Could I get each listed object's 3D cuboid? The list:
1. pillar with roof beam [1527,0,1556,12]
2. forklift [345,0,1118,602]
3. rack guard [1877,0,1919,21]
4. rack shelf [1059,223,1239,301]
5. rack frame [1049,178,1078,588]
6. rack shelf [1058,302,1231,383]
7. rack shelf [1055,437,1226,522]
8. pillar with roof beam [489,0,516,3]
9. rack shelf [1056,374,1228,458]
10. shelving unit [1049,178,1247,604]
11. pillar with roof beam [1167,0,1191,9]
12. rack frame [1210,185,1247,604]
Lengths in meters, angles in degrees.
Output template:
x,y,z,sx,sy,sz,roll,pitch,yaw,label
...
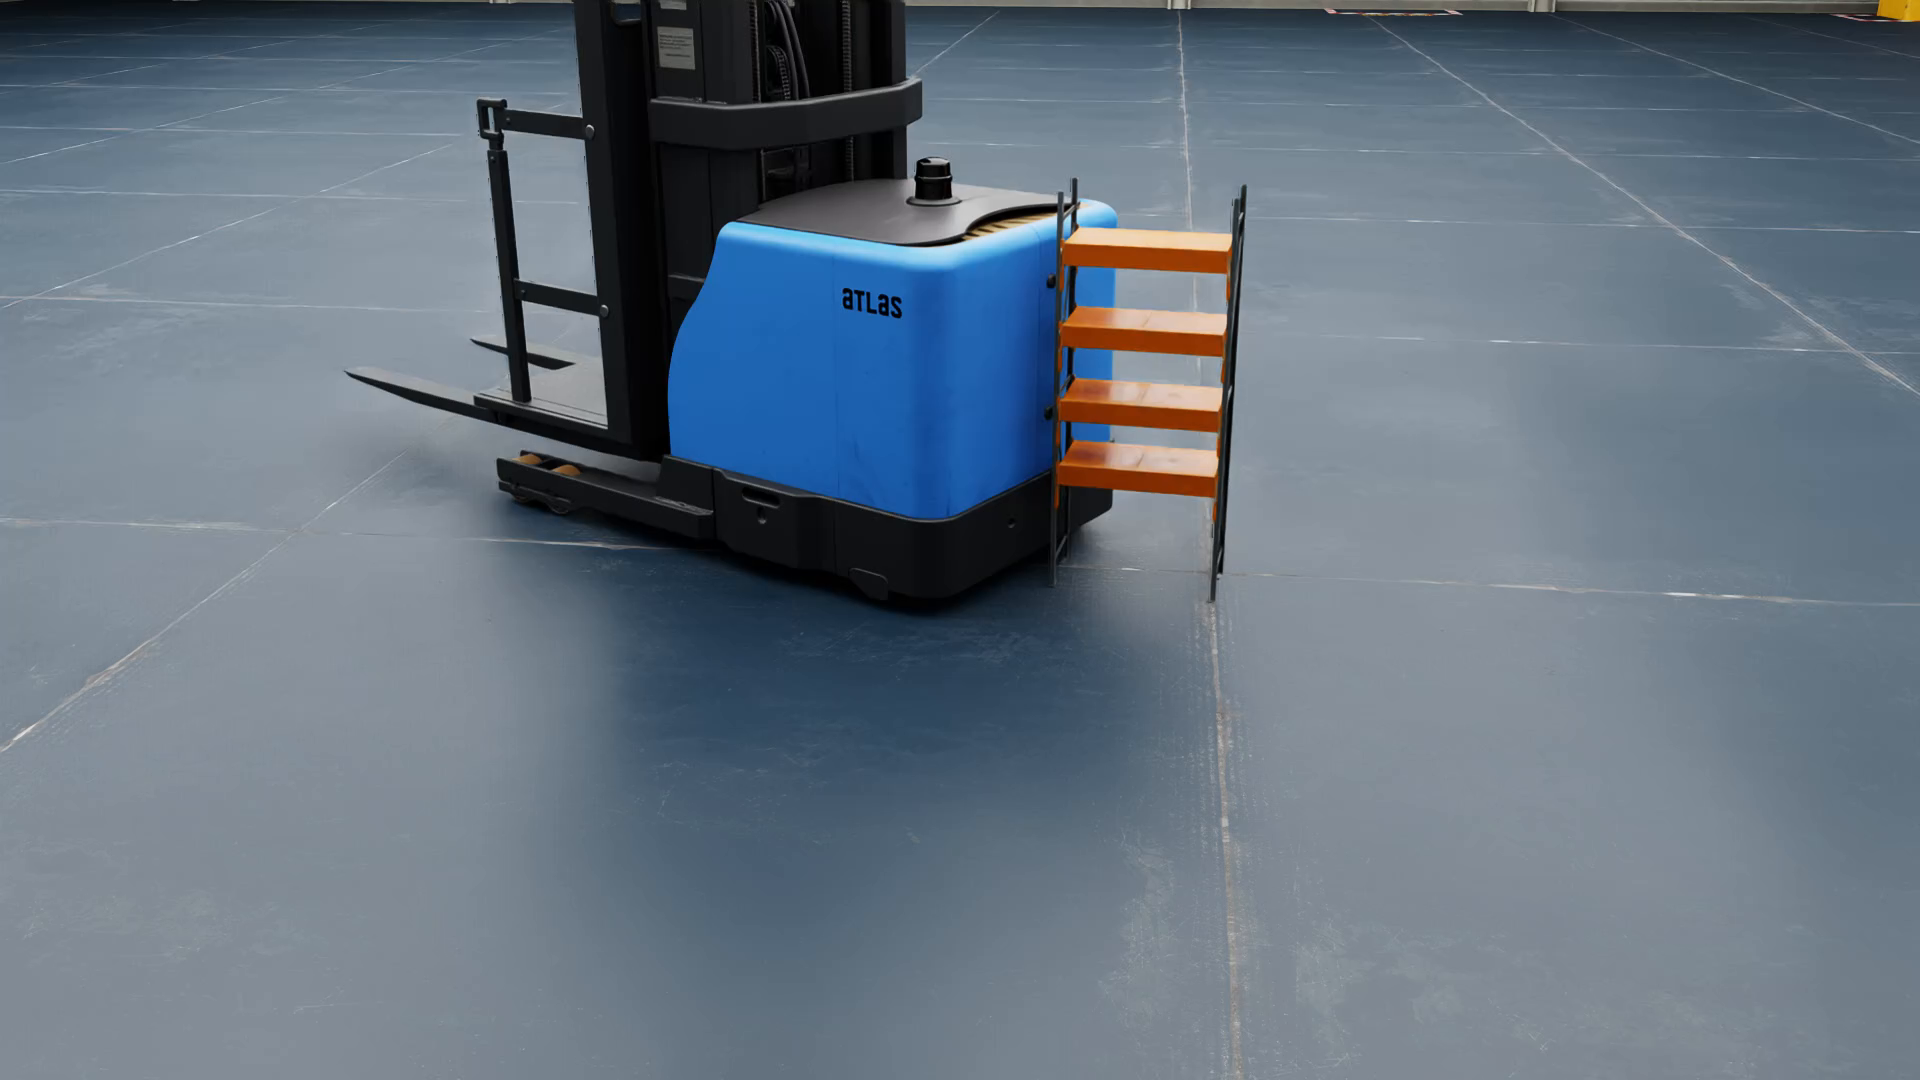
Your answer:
x,y,z,sx,sy,sz,roll,pitch,yaw,label
9.197,-11.446,22.153,0.400,9.000,9.100,2,22,6,pillar with roof beam
-0.985,-1.592,5.479,3.031,2.935,1.130,15,26,33,forklift
14.941,-8.517,26.304,0.348,0.500,1.175,2,22,6,rack guard
0.545,-0.799,4.759,0.480,0.148,0.258,5,22,13,rack shelf
0.309,-0.455,4.959,0.015,1.200,0.240,5,22,13,rack frame
0.545,-0.579,4.846,0.480,0.148,0.258,5,22,13,rack shelf
0.545,-0.186,5.002,0.480,0.148,0.258,5,22,13,rack shelf
-8.678,-12.225,24.123,0.400,9.000,9.100,2,22,6,pillar with roof beam
0.545,-0.371,4.929,0.480,0.148,0.258,5,22,13,rack shelf
0.545,-0.433,4.904,0.503,1.200,0.258,5,22,13,shelving unit
3.239,-11.706,22.810,0.400,9.000,9.100,2,22,6,pillar with roof beam
0.782,-0.412,4.849,0.015,1.200,0.240,5,22,13,rack frame
